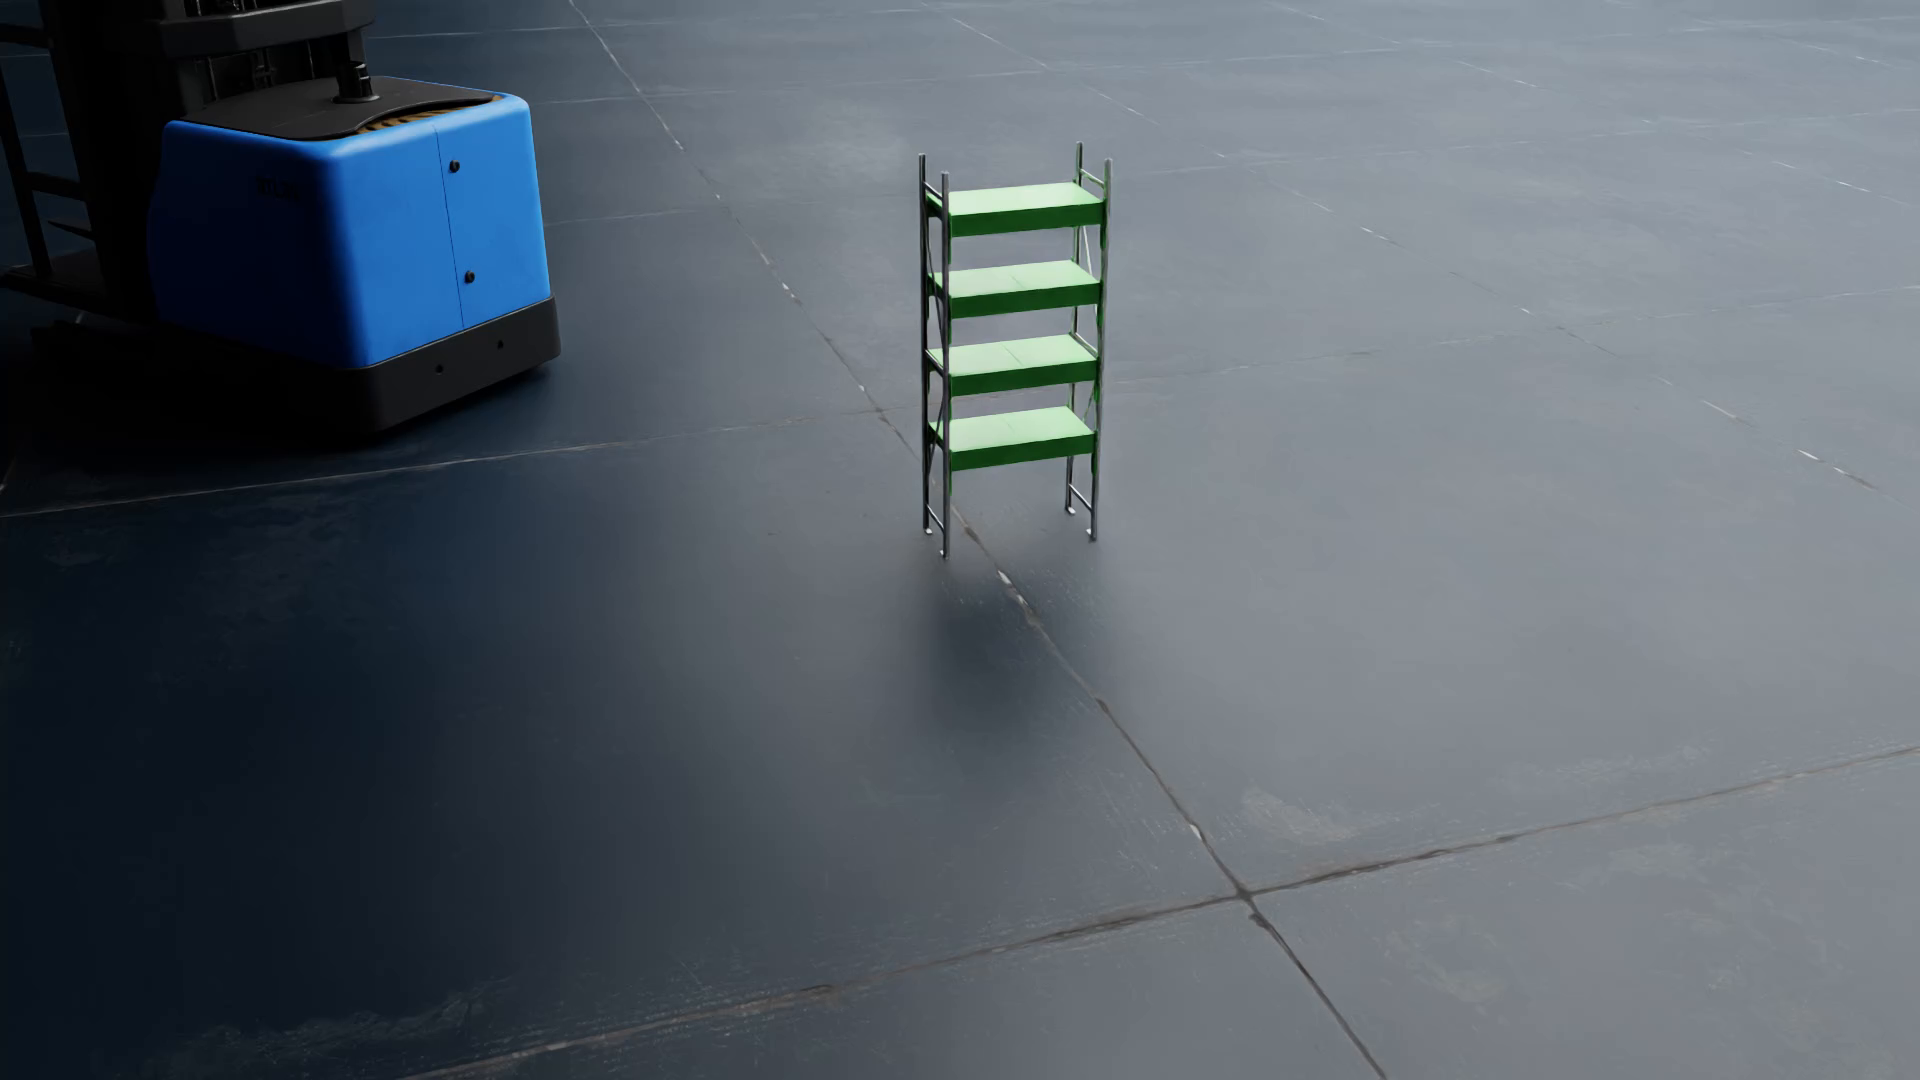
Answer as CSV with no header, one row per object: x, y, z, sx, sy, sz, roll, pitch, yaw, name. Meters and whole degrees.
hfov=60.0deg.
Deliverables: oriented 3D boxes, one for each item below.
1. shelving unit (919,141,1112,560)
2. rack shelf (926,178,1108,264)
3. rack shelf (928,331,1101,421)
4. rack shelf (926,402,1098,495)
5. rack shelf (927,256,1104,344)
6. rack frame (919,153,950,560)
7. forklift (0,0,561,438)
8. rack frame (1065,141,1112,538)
0.157,-0.560,5.029,0.503,1.200,0.258,-8,28,-16,shelving unit
0.157,-0.933,4.844,0.480,0.148,0.258,-8,28,-16,rack shelf
0.157,-0.503,5.058,0.480,0.148,0.258,-8,28,-16,rack shelf
0.157,-0.288,5.164,0.480,0.148,0.258,-8,28,-16,rack shelf
0.157,-0.718,4.951,0.480,0.148,0.258,-8,28,-16,rack shelf
-0.075,-0.527,4.961,0.015,1.200,0.240,-8,28,-16,rack frame
-3.104,-2.150,6.285,3.031,2.935,1.130,15,30,28,forklift
0.389,-0.594,5.097,0.015,1.200,0.240,-8,28,-16,rack frame
